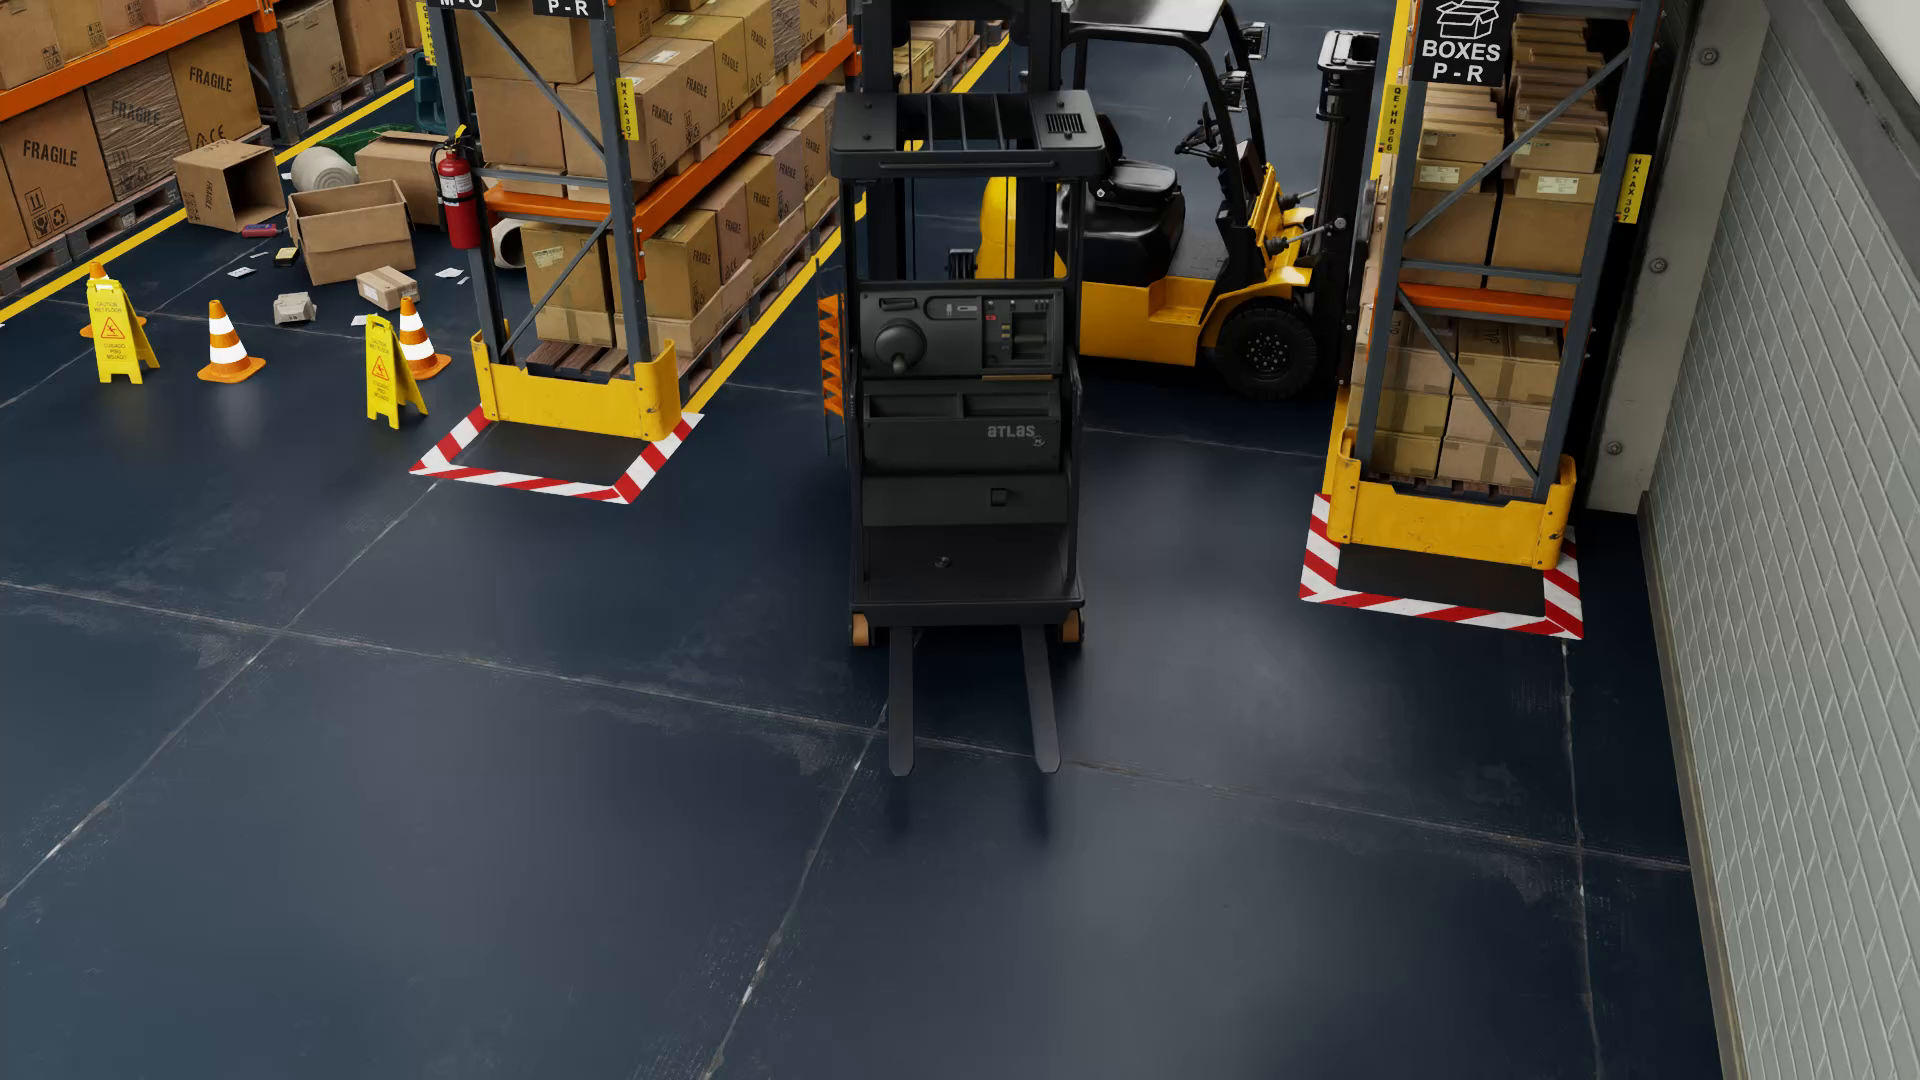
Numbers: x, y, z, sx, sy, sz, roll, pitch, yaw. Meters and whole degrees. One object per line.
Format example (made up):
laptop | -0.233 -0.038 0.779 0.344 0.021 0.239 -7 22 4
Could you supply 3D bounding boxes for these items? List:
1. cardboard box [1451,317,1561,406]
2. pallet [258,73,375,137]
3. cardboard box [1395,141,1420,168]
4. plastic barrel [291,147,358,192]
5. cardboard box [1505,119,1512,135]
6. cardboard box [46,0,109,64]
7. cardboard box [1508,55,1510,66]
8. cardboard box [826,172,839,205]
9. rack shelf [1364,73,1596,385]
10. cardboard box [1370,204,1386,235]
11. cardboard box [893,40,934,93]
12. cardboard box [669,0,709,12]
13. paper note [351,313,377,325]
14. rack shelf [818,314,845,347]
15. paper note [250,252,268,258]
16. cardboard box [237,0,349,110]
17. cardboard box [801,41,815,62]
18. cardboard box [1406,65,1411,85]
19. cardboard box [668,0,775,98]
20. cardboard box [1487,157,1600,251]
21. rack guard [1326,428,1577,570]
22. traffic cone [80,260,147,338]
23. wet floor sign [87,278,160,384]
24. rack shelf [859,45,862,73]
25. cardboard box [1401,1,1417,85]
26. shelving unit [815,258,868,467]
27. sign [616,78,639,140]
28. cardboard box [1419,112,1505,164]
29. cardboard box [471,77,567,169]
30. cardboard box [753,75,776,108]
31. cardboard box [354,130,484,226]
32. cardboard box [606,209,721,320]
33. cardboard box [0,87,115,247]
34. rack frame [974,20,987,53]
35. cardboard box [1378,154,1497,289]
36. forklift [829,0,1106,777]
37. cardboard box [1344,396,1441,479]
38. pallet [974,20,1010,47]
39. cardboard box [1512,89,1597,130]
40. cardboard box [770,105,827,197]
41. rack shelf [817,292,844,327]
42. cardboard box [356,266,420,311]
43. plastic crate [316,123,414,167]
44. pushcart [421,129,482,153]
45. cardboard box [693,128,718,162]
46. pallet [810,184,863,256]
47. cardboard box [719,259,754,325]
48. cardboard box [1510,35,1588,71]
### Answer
cardboard box | 2.842 -0.947 8.684 0.500 0.250 0.500 8 33 12
pallet | -5.941 -3.890 14.672 1.003 0.211 1.213 8 33 12
cardboard box | 2.390 -1.956 8.332 0.380 0.149 0.250 9 33 13
plastic barrel | -4.868 -2.771 12.715 0.421 0.421 0.512 -21 38 -29
cardboard box | 2.946 -2.009 8.416 0.380 0.149 0.250 7 33 12
cardboard box | -6.552 -3.685 11.611 0.875 0.550 0.500 8 33 12
cardboard box | 3.395 -2.804 9.668 0.380 0.149 0.250 8 33 12
cardboard box | -1.140 -2.708 12.385 0.500 0.250 0.500 10 34 15
rack shelf | 3.044 -2.019 9.801 1.077 0.370 4.000 8 33 12
cardboard box | 2.730 -1.796 10.019 0.500 0.250 0.500 7 33 11
cardboard box | -0.766 -4.110 14.477 0.950 0.372 0.625 9 34 14
cardboard box | -1.920 -3.624 10.351 0.700 0.500 0.500 8 33 12
paper note | -3.951 -1.467 11.030 0.148 0.019 0.142 -3 33 -4
rack shelf | -0.617 -1.165 9.097 0.258 0.103 0.180 -25 39 -34
paper note | -5.045 -2.054 11.971 0.032 0.001 0.123 28 42 36
cardboard box | -5.993 -4.218 14.295 1.050 0.750 0.750 8 33 12
cardboard box | -1.235 -3.465 11.639 0.380 0.149 0.250 8 33 13
cardboard box | 2.590 -2.482 8.883 0.380 0.149 0.250 9 33 14
cardboard box | -1.499 -3.133 10.512 0.500 0.500 0.500 7 33 11
cardboard box | 3.042 -1.820 8.723 0.500 0.500 0.500 9 34 14
rack guard | 2.531 -0.218 8.626 1.175 0.500 0.348 8 33 12
traffic cone | -5.571 -1.592 10.823 0.336 0.463 0.334 8 33 12
wet floor sign | -5.171 -1.302 10.197 0.267 0.644 0.232 3 33 4
rack shelf | -0.743 -4.769 14.126 1.077 0.370 4.000 8 33 12
cardboard box | 3.187 -3.208 10.907 0.500 0.500 0.500 7 33 11
shelving unit | -0.615 -0.999 9.200 0.258 1.200 0.189 -25 39 -34
sign | -1.740 -2.250 8.687 0.100 0.325 0.005 8 33 12
cardboard box | 2.424 -1.941 8.032 0.380 0.149 0.250 8 33 12
cardboard box | -2.394 -2.446 9.431 0.500 0.500 0.500 7 33 12
cardboard box | -1.416 -2.925 10.790 0.380 0.149 0.250 8 33 13
cardboard box | -4.039 -2.705 12.410 0.797 0.637 0.503 8 33 12
cardboard box | -1.788 -1.685 10.078 0.500 0.500 0.500 7 33 11
cardboard box | -6.749 -2.679 11.757 0.875 0.875 0.875 8 33 12
rack frame | -0.235 -6.110 15.566 1.000 3.000 0.127 8 33 12
cardboard box | 2.408 -1.618 8.406 0.500 0.500 0.500 7 33 11
forklift | 0.019 -0.900 7.434 1.130 2.935 3.031 -1 32 -1
cardboard box | 2.350 -0.589 9.051 0.500 0.250 0.500 8 33 13
pallet | 0.038 -5.332 16.941 1.003 0.211 1.213 8 33 12
cardboard box | 2.981 -2.142 8.348 0.380 0.149 0.250 9 33 13
cardboard box | -1.268 -2.760 11.768 0.500 0.500 0.500 9 33 13
rack shelf | -0.618 -1.267 9.034 0.258 0.103 0.180 -25 39 -34
cardboard box | -3.887 -1.711 11.302 0.380 0.149 0.250 28 42 36
plastic crate | -4.841 -3.225 13.595 0.662 0.188 0.450 -28 32 -37
pushcart | -3.468 -3.212 13.451 1.648 0.377 0.936 -3 33 -4
cardboard box | -1.674 -2.386 9.941 0.380 0.149 0.250 9 33 13
pallet | -1.386 -2.504 12.493 1.003 0.211 1.213 8 33 12
cardboard box | -1.656 -1.620 10.675 0.500 0.250 0.500 9 34 14
cardboard box | 3.249 -2.670 9.179 0.380 0.149 0.250 8 33 13
